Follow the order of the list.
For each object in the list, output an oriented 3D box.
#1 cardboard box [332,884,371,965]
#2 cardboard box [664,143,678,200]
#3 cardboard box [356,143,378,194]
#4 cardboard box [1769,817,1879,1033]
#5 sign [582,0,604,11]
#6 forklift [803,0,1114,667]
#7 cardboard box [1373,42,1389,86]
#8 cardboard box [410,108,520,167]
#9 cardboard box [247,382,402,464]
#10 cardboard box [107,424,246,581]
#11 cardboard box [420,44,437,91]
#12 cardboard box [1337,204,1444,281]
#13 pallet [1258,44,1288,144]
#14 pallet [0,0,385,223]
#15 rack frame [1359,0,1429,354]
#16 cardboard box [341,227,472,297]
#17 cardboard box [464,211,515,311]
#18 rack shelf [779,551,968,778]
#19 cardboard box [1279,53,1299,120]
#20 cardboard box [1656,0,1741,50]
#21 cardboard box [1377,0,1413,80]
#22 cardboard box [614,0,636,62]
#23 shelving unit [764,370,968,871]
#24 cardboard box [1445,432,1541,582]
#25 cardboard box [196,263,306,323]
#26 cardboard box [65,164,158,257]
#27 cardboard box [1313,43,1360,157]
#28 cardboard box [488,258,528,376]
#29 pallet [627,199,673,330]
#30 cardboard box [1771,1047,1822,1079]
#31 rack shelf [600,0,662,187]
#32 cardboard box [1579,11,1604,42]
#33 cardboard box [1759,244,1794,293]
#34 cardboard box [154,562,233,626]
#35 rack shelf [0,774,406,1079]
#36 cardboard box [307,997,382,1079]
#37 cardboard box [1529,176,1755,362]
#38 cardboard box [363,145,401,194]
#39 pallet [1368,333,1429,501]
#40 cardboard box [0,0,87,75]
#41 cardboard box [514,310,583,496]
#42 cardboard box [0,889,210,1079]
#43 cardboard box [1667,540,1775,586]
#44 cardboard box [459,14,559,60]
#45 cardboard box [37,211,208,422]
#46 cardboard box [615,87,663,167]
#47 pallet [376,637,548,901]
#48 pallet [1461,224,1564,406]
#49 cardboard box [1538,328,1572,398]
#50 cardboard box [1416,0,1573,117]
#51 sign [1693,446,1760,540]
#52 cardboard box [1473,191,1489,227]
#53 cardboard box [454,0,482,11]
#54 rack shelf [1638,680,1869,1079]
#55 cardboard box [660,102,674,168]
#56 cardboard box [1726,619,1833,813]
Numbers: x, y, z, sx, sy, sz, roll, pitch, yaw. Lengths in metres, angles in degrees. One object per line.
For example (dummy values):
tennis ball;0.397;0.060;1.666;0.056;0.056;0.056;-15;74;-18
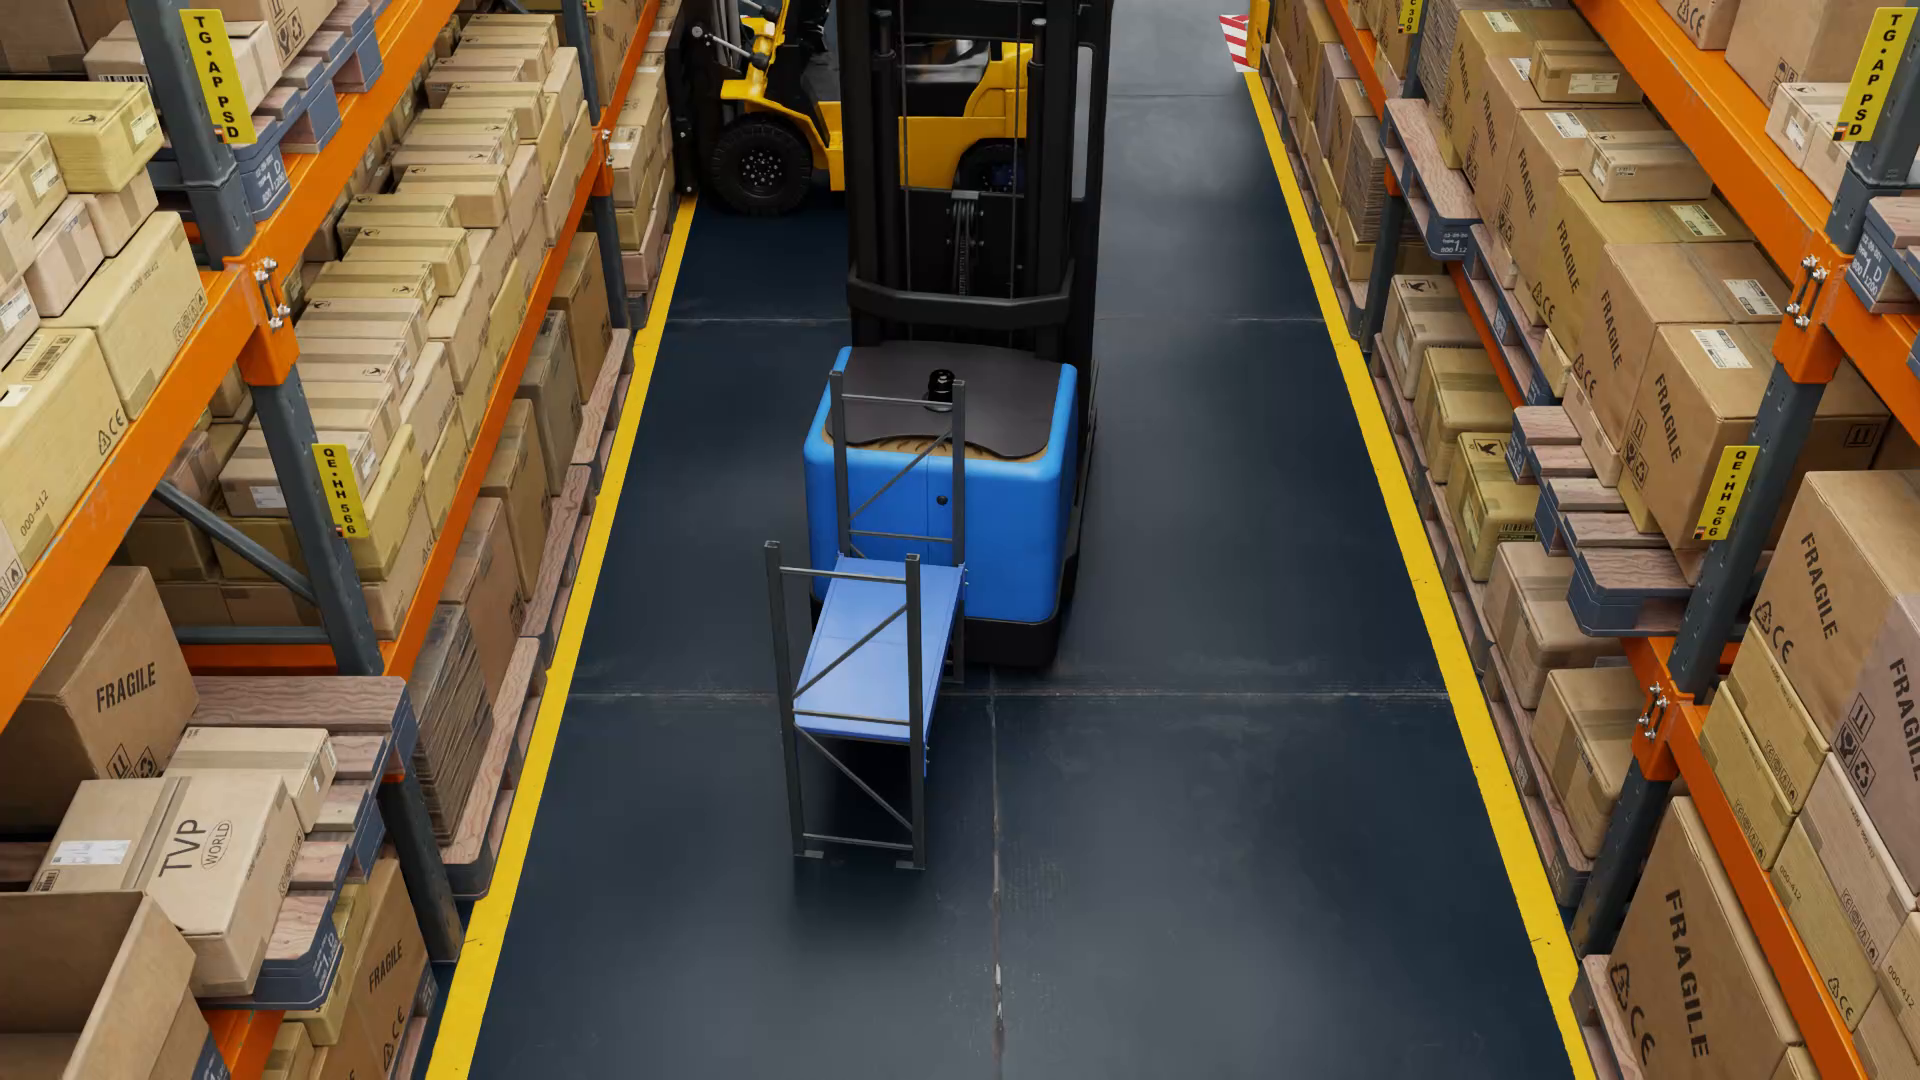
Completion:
cardboard box;-2.023;1.159;5.050;0.380;0.149;0.250;-2;39;-2
cardboard box;-1.984;-2.242;10.012;0.500;0.250;0.500;1;39;1
cardboard box;-2.547;-1.484;6.605;0.380;0.149;0.250;0;39;0
cardboard box;2.454;0.972;4.259;0.500;0.250;0.500;-1;39;-1
sign;-1.739;-2.637;7.779;0.100;0.325;0.005;0;39;0
forklift;0.090;-1.529;7.315;1.130;2.935;3.031;5;39;6
cardboard box;2.369;-2.474;8.640;0.380;0.149;0.250;1;39;1
cardboard box;-2.023;-1.646;6.806;0.380;0.149;0.250;-1;39;-1
cardboard box;-1.985;-0.367;5.210;0.380;0.149;0.250;1;39;1
cardboard box;-2.556;-0.125;5.228;0.500;0.250;0.500;1;39;1
cardboard box;-2.548;-2.114;7.391;0.380;0.149;0.250;-1;39;-2
cardboard box;2.412;-1.676;9.306;0.500;0.250;0.500;2;39;2
pallet;2.643;-3.073;11.416;1.003;0.211;1.213;0;39;0
pallet;-2.367;-1.229;4.638;1.213;0.211;1.003;2;39;2
rack frame;2.682;-2.215;8.116;1.000;3.000;0.127;0;39;0
cardboard box;-1.995;-1.007;6.009;0.380;0.149;0.250;1;39;1
cardboard box;-2.041;-1.082;6.422;0.500;0.250;0.500;0;39;1
rack shelf;-0.304;0.445;6.283;0.538;0.185;1.000;5;39;6
cardboard box;2.395;-2.984;10.938;0.500;0.250;0.500;1;39;2
cardboard box;2.656;-1.879;5.214;0.797;0.503;0.637;0;39;0
cardboard box;2.433;-2.648;8.338;0.500;0.500;0.500;-1;39;-1
cardboard box;-2.039;-2.852;8.830;0.500;0.500;0.500;1;39;1
shelving unit;-0.304;0.304;6.171;0.538;1.500;1.048;5;39;6
cardboard box;2.692;-0.142;7.293;0.950;0.372;0.625;1;39;1
cardboard box;-2.524;-0.846;5.808;0.380;0.149;0.250;0;39;0
cardboard box;-2.036;-0.754;3.695;0.380;0.149;0.250;1;39;1
cardboard box;2.409;-2.606;9.866;0.500;0.500;0.500;2;39;2
cardboard box;-2.036;-0.888;6.580;0.500;0.250;0.500;1;39;1
pallet;-2.241;-1.619;9.601;1.003;0.211;1.213;0;39;0
cardboard box;2.601;1.941;4.293;0.875;0.875;0.875;0;39;1
rack shelf;-2.284;-3.180;9.894;1.077;0.370;4.000;0;39;0
cardboard box;2.914;-1.936;7.113;0.500;0.500;0.500;0;39;0
cardboard box;2.910;-0.640;5.497;0.500;0.500;0.500;2;39;2
cardboard box;-2.534;0.069;5.385;0.500;0.250;0.500;-1;39;-1
rack shelf;-2.275;1.823;3.651;1.077;0.370;4.000;0;39;0
cardboard box;-2.072;1.681;4.917;0.500;0.500;0.500;-1;39;-1
cardboard box;2.395;-0.956;5.891;0.500;0.500;0.500;-3;39;-3
cardboard box;-2.558;-1.393;6.810;0.500;0.250;0.500;-1;39;-1
pallet;2.684;-0.640;8.380;1.003;0.211;1.213;0;39;0
cardboard box;-2.534;-1.476;4.499;0.500;0.250;0.500;0;39;0
cardboard box;-2.277;-0.635;7.707;0.875;0.625;0.625;0;39;0
cardboard box;-2.090;1.108;3.550;0.797;0.503;0.637;-1;39;-1
cardboard box;2.451;0.015;5.197;0.380;0.149;0.250;1;39;2
cardboard box;-2.059;-2.288;7.608;0.380;0.149;0.250;1;39;2
cardboard box;-2.034;-0.499;3.696;0.500;0.250;0.500;-1;39;-2
cardboard box;-1.959;-2.313;9.301;0.500;0.250;0.500;0;39;0
pallet;-2.239;0.865;6.502;1.003;0.211;1.213;0;39;0
pallet;2.643;-0.877;6.599;1.003;0.211;1.213;0;39;0
cardboard box;2.326;-0.639;6.014;0.380;0.149;0.250;1;39;1
cardboard box;2.396;-2.241;7.494;0.500;0.500;0.500;1;39;1
sign;2.144;-0.129;4.649;0.100;0.325;0.005;0;39;0
cardboard box;2.393;-1.441;7.015;0.380;0.149;0.250;1;39;1
cardboard box;-2.539;-2.703;8.125;0.380;0.149;0.250;0;39;0
rack shelf;2.689;1.817;3.659;1.077;0.370;4.000;0;39;0
cardboard box;-1.965;-2.428;9.844;0.500;0.250;0.500;0;39;0
cardboard box;2.440;0.466;4.489;0.500;0.250;0.500;0;39;0
